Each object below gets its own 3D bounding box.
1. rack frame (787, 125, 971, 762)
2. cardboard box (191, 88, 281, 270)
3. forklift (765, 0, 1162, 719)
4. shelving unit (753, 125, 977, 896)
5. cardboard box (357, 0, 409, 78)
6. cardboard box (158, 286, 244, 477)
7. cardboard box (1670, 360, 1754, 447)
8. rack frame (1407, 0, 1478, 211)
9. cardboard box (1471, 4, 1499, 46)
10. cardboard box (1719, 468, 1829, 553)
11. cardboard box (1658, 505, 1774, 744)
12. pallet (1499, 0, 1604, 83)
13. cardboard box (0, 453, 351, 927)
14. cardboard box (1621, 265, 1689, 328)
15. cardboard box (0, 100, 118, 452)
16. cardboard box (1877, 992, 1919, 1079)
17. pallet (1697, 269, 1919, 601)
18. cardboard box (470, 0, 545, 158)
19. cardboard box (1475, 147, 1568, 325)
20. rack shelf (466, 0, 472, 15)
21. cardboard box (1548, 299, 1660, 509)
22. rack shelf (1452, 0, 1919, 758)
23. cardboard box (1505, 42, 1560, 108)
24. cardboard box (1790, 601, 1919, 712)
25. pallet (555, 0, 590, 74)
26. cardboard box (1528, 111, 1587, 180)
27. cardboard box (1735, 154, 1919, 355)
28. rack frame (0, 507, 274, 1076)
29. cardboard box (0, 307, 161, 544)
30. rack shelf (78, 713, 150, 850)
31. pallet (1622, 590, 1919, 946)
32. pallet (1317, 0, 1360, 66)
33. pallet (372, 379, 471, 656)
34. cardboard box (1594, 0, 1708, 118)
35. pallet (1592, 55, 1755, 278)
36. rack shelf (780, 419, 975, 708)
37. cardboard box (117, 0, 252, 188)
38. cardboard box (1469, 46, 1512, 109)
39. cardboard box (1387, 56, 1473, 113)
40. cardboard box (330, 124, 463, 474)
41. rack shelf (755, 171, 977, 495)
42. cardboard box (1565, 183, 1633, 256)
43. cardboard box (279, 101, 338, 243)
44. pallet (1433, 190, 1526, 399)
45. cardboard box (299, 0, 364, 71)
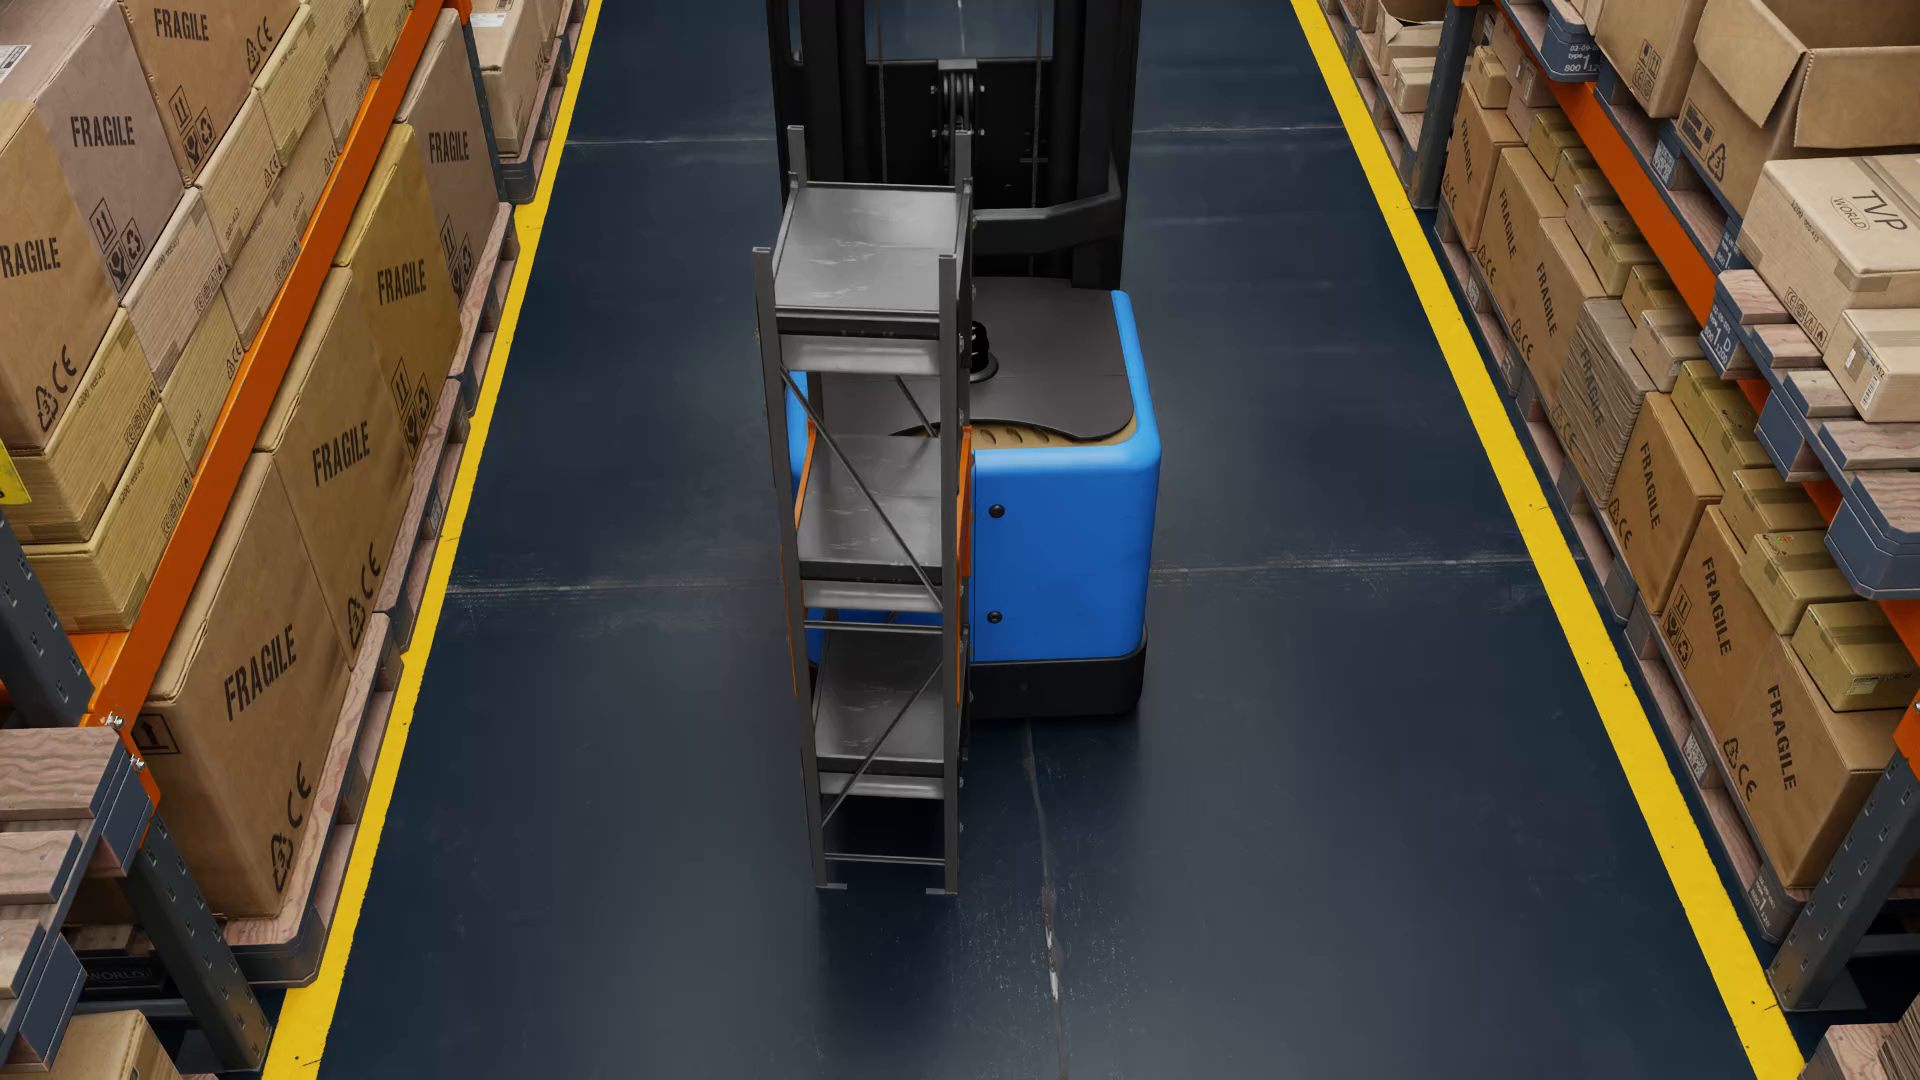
[{"bbox_3d":[-0.176,-0.118,4.324,0.400,2.100,0.015,2,43,3],"label":"rack frame"},{"bbox_3d":[-2.097,-0.931,4.286,0.500,0.250,0.500,-2,43,-2],"label":"cardboard box"},{"bbox_3d":[-0.030,-1.506,5.223,1.130,2.935,3.031,-2,43,-2],"label":"forklift"},{"bbox_3d":[-0.191,0.047,4.145,0.431,2.100,0.503,2,43,3],"label":"shelving unit"},{"bbox_3d":[-2.171,-1.772,5.575,0.500,0.250,0.500,-2,43,-2],"label":"cardboard box"},{"bbox_3d":[-2.101,-0.395,4.072,0.500,0.250,0.500,-3,43,-3],"label":"cardboard box"},{"bbox_3d":[2.406,-0.421,5.048,0.380,0.149,0.250,-2,43,-2],"label":"cardboard box"},{"bbox_3d":[2.497,-2.612,6.380,1.000,3.000,0.127,-2,43,-2],"label":"rack frame"},{"bbox_3d":[2.687,-2.461,8.015,0.380,0.149,0.250,-2,43,-2],"label":"cardboard box"},{"bbox_3d":[2.383,-0.073,4.669,0.380,0.149,0.250,-3,43,-3],"label":"cardboard box"},{"bbox_3d":[2.423,0.238,4.810,0.500,0.500,0.500,-2,43,-2],"label":"cardboard box"},{"bbox_3d":[2.422,-1.999,5.853,1.003,0.211,1.213,-2,43,-2],"label":"pallet"},{"bbox_3d":[-2.238,0.393,4.363,0.875,0.875,0.875,-2,43,-2],"label":"cardboard box"},{"bbox_3d":[2.405,-0.774,5.433,0.380,0.149,0.250,-1,43,-2],"label":"cardboard box"},{"bbox_3d":[-2.069,-0.512,3.275,0.500,0.500,0.500,-3,43,-3],"label":"cardboard box"},{"bbox_3d":[2.680,1.230,3.634,0.875,0.625,0.625,0,43,0],"label":"cardboard box"},{"bbox_3d":[2.568,-0.297,3.996,1.213,0.211,1.003,-2,43,-2],"label":"pallet"},{"bbox_3d":[-2.381,-2.104,7.411,0.875,0.438,0.875,-2,43,-2],"label":"cardboard box"},{"bbox_3d":[2.325,-1.153,6.327,0.500,0.500,0.500,-2,43,-2],"label":"cardboard box"},{"bbox_3d":[-2.547,-3.552,7.938,1.077,0.370,4.000,-2,43,-2],"label":"rack shelf"},{"bbox_3d":[2.358,-0.466,5.577,0.500,0.500,0.500,-3,43,-3],"label":"cardboard box"},{"bbox_3d":[2.582,-0.997,5.150,1.077,0.370,4.000,-2,43,-2],"label":"rack shelf"},{"bbox_3d":[2.305,-1.770,6.300,0.380,0.149,0.250,-4,43,-4],"label":"cardboard box"},{"bbox_3d":[2.393,0.290,4.273,0.380,0.149,0.250,-4,43,-4],"label":"cardboard box"},{"bbox_3d":[-2.471,-2.780,8.627,1.003,0.211,1.213,-2,43,-2],"label":"pallet"},{"bbox_3d":[2.358,-1.477,6.201,0.380,0.149,0.250,-4,43,-4],"label":"cardboard box"},{"bbox_3d":[2.299,-0.714,4.109,0.500,0.250,0.500,-3,43,-4],"label":"cardboard box"},{"bbox_3d":[-2.292,0.233,3.276,1.000,3.000,0.127,-2,43,-2],"label":"rack frame"},{"bbox_3d":[-2.067,-0.245,3.538,0.500,0.250,0.500,-2,43,-2],"label":"cardboard box"},{"bbox_3d":[-2.207,1.849,2.046,1.077,0.370,4.000,-2,43,-2],"label":"rack shelf"},{"bbox_3d":[2.673,0.611,4.927,1.003,0.211,1.213,-2,43,-2],"label":"pallet"},{"bbox_3d":[2.414,-2.873,8.729,1.003,0.211,1.213,-2,43,-2],"label":"pallet"},{"bbox_3d":[-2.299,-0.095,5.697,1.003,0.211,1.213,-2,43,-2],"label":"pallet"},{"bbox_3d":[2.349,-1.591,4.881,0.700,0.500,0.500,-2,43,-2],"label":"cardboard box"},{"bbox_3d":[2.580,-1.154,4.931,1.003,0.211,1.213,-2,43,-2],"label":"pallet"},{"bbox_3d":[-0.191,0.057,4.154,0.431,0.518,0.480,2,43,3],"label":"rack shelf"},{"bbox_3d":[-2.106,-1.196,4.021,0.500,0.500,0.500,-1,43,-1],"label":"cardboard box"},{"bbox_3d":[2.246,-1.835,6.591,0.380,0.149,0.250,0,43,0],"label":"cardboard box"},{"bbox_3d":[2.180,-2.084,7.602,0.380,0.149,0.250,-3,43,-3],"label":"cardboard box"},{"bbox_3d":[-2.310,-0.813,5.678,0.875,0.875,0.875,-1,43,-1],"label":"cardboard box"},{"bbox_3d":[-0.191,-0.459,3.681,0.431,0.518,0.480,2,43,3],"label":"rack shelf"},{"bbox_3d":[2.356,-1.123,5.814,0.380,0.149,0.250,-2,43,-2],"label":"cardboard box"},{"bbox_3d":[-2.142,-1.083,4.822,0.500,0.250,0.500,-2,43,-2],"label":"cardboard box"},{"bbox_3d":[2.569,-1.036,6.724,1.003,0.211,1.213,-2,43,-2],"label":"pallet"},{"bbox_3d":[-2.144,-1.619,5.037,0.500,0.250,0.500,-1,43,-1],"label":"cardboard box"}]
